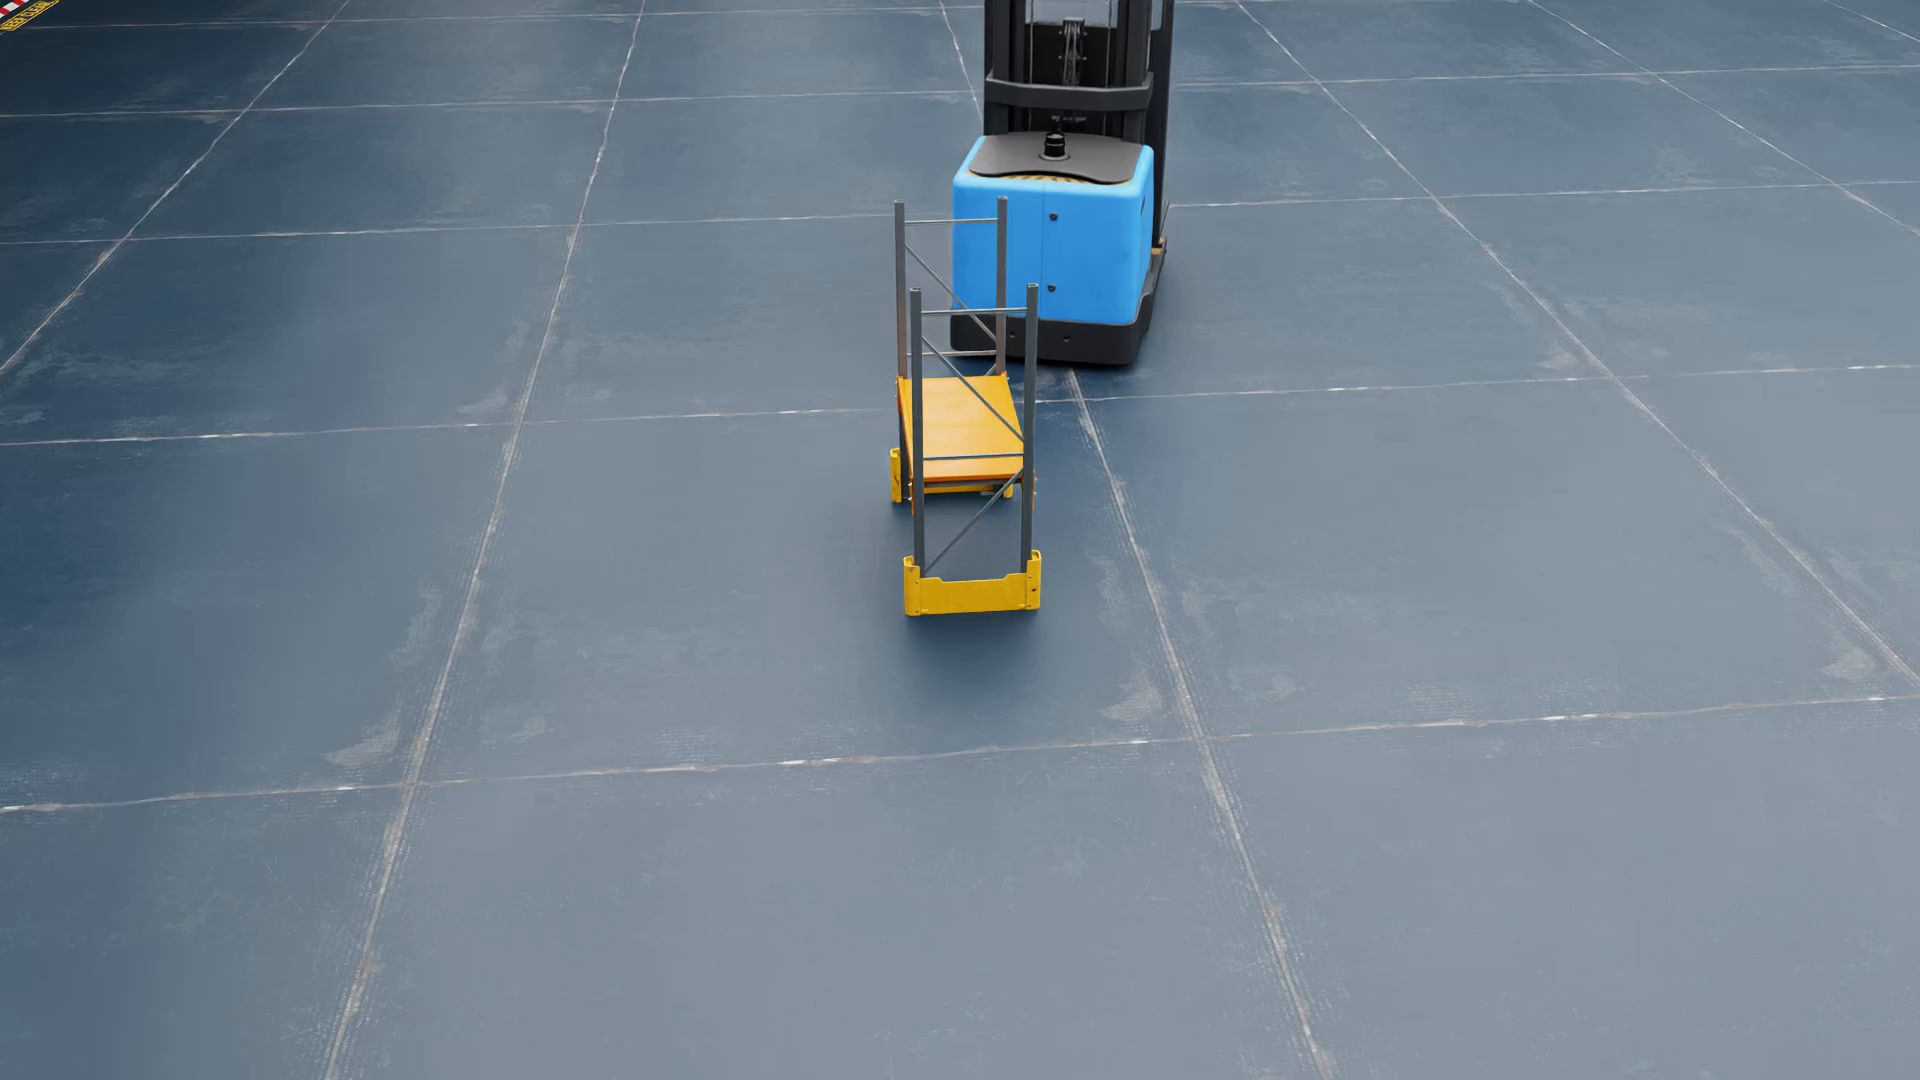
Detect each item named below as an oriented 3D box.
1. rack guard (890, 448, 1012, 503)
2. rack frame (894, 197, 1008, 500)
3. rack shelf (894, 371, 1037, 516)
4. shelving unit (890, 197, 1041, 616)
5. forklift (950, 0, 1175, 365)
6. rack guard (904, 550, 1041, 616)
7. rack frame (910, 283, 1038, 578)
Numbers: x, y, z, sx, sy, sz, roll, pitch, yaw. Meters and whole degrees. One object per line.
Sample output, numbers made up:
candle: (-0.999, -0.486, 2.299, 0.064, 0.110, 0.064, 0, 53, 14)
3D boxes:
rack guard: (-0.039, -0.323, 8.046, 0.587, 0.250, 0.087, -3, 31, -5)
rack frame: (-0.040, -0.860, 7.727, 0.500, 1.500, 0.032, -3, 31, -5)
rack shelf: (0.008, -0.446, 7.385, 0.538, 0.185, 1.000, -3, 31, -5)
shelving unit: (0.007, -0.605, 7.300, 0.587, 1.500, 1.083, -3, 31, -5)
forklift: (0.730, -2.973, 9.869, 1.130, 2.935, 3.031, 6, 31, 9)
rack guard: (0.054, 0.186, 7.195, 0.587, 0.250, 0.087, -3, 31, -5)
rack frame: (0.055, -0.341, 6.858, 0.500, 1.500, 0.032, -3, 31, -5)
